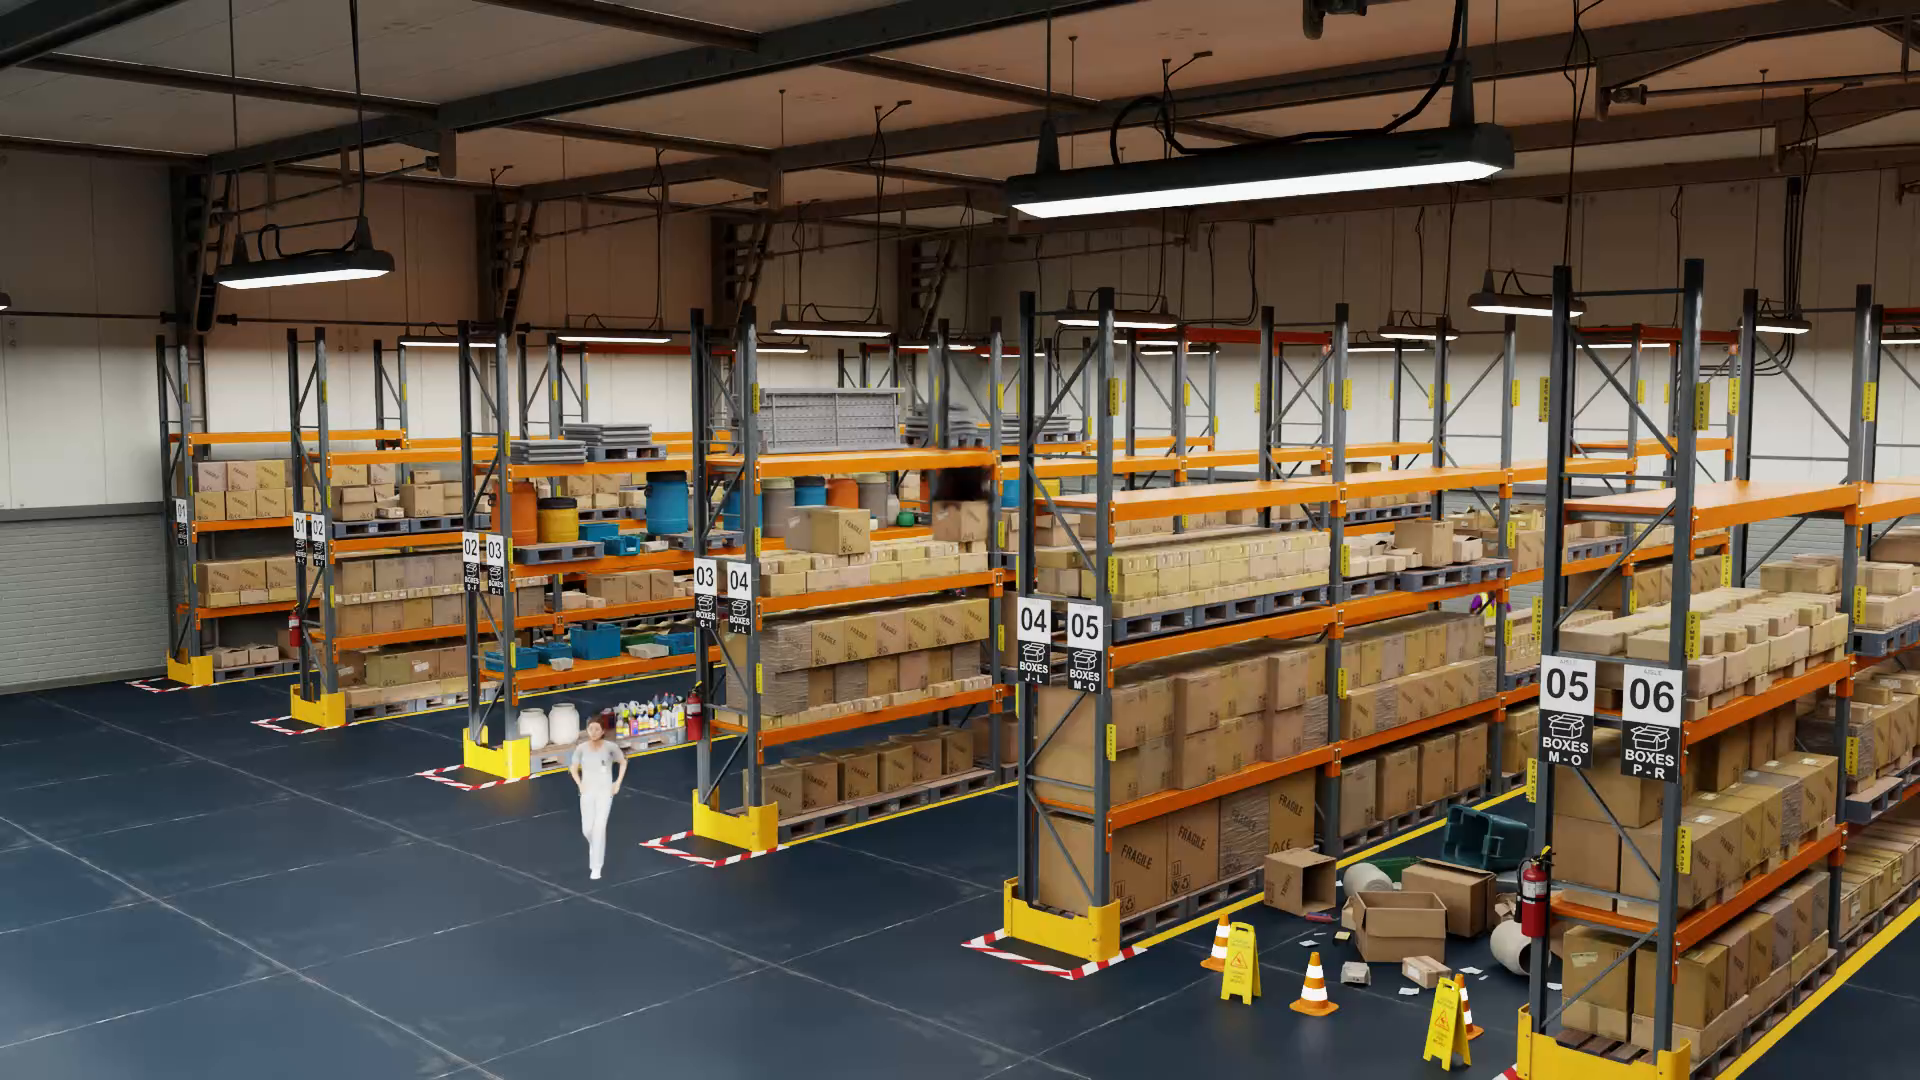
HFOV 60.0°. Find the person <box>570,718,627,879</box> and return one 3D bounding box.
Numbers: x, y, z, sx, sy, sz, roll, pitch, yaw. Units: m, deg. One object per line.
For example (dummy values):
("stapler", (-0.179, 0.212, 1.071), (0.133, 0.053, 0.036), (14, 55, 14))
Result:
("person", (-3.832, 2.694, 17.651), (0.590, 1.662, 0.739), (0, 5, -3))

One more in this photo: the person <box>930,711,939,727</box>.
("person", (-0.448, 2.004, 25.094), (0.649, 1.647, 0.723), (4, 7, 39))

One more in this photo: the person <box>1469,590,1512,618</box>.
("person", (9.410, 1.545, 29.438), (0.728, 1.732, 0.555), (0, 5, 5))
